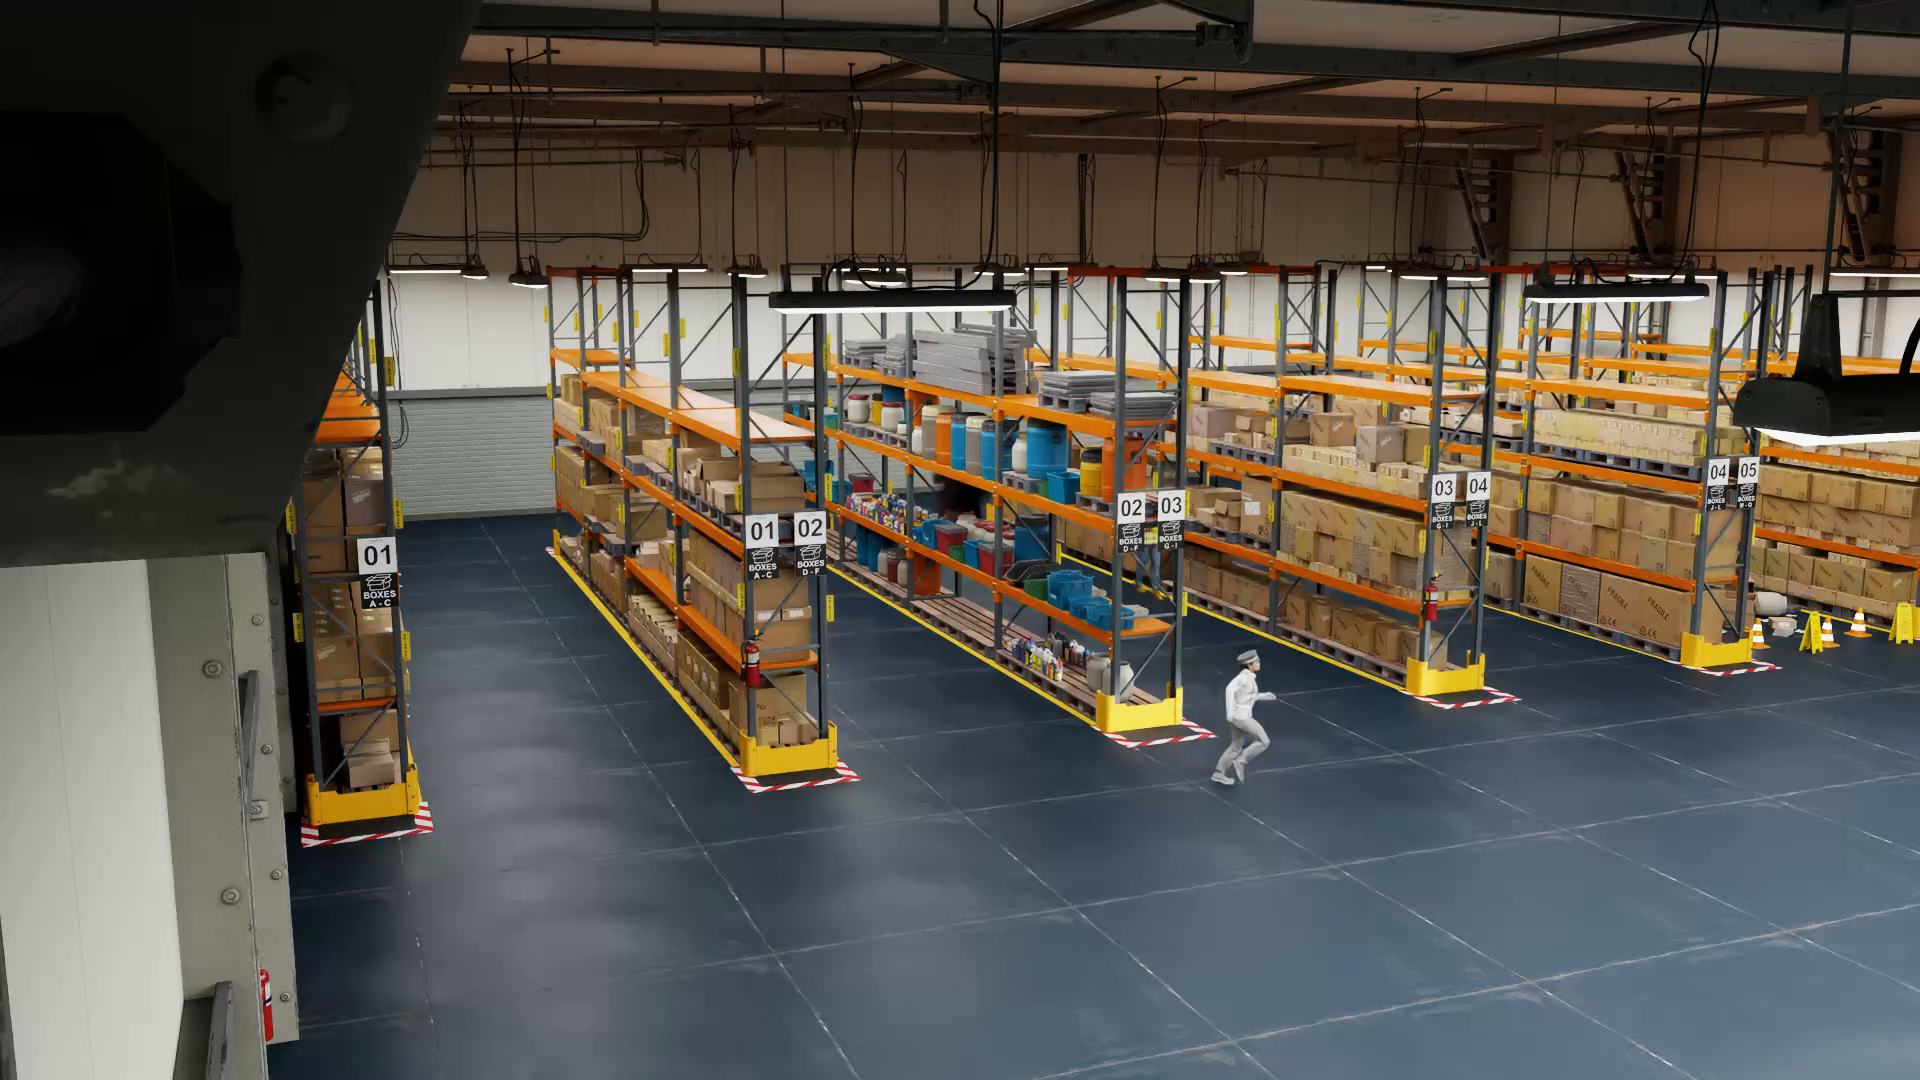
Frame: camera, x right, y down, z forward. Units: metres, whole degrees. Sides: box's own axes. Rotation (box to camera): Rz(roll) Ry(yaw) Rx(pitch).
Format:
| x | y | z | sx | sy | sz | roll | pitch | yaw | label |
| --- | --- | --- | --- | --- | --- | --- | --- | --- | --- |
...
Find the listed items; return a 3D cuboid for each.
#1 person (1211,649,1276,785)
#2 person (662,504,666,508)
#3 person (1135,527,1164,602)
| x | y | z | sx | sy | sz | roll | pitch | yaw | label |
| --- | --- | --- | --- | --- | --- | --- | --- | --- | --- |
| 3.371 | 2.105 | 19.721 | 0.741 | 1.642 | 0.645 | 1 | 10 | 7 | person |
| -6.475 | -0.582 | 35.450 | 0.578 | 1.601 | 0.781 | -8 | 13 | -39 | person |
| 3.325 | 0.119 | 29.179 | 0.677 | 1.854 | 0.710 | -4 | 11 | -23 | person |
